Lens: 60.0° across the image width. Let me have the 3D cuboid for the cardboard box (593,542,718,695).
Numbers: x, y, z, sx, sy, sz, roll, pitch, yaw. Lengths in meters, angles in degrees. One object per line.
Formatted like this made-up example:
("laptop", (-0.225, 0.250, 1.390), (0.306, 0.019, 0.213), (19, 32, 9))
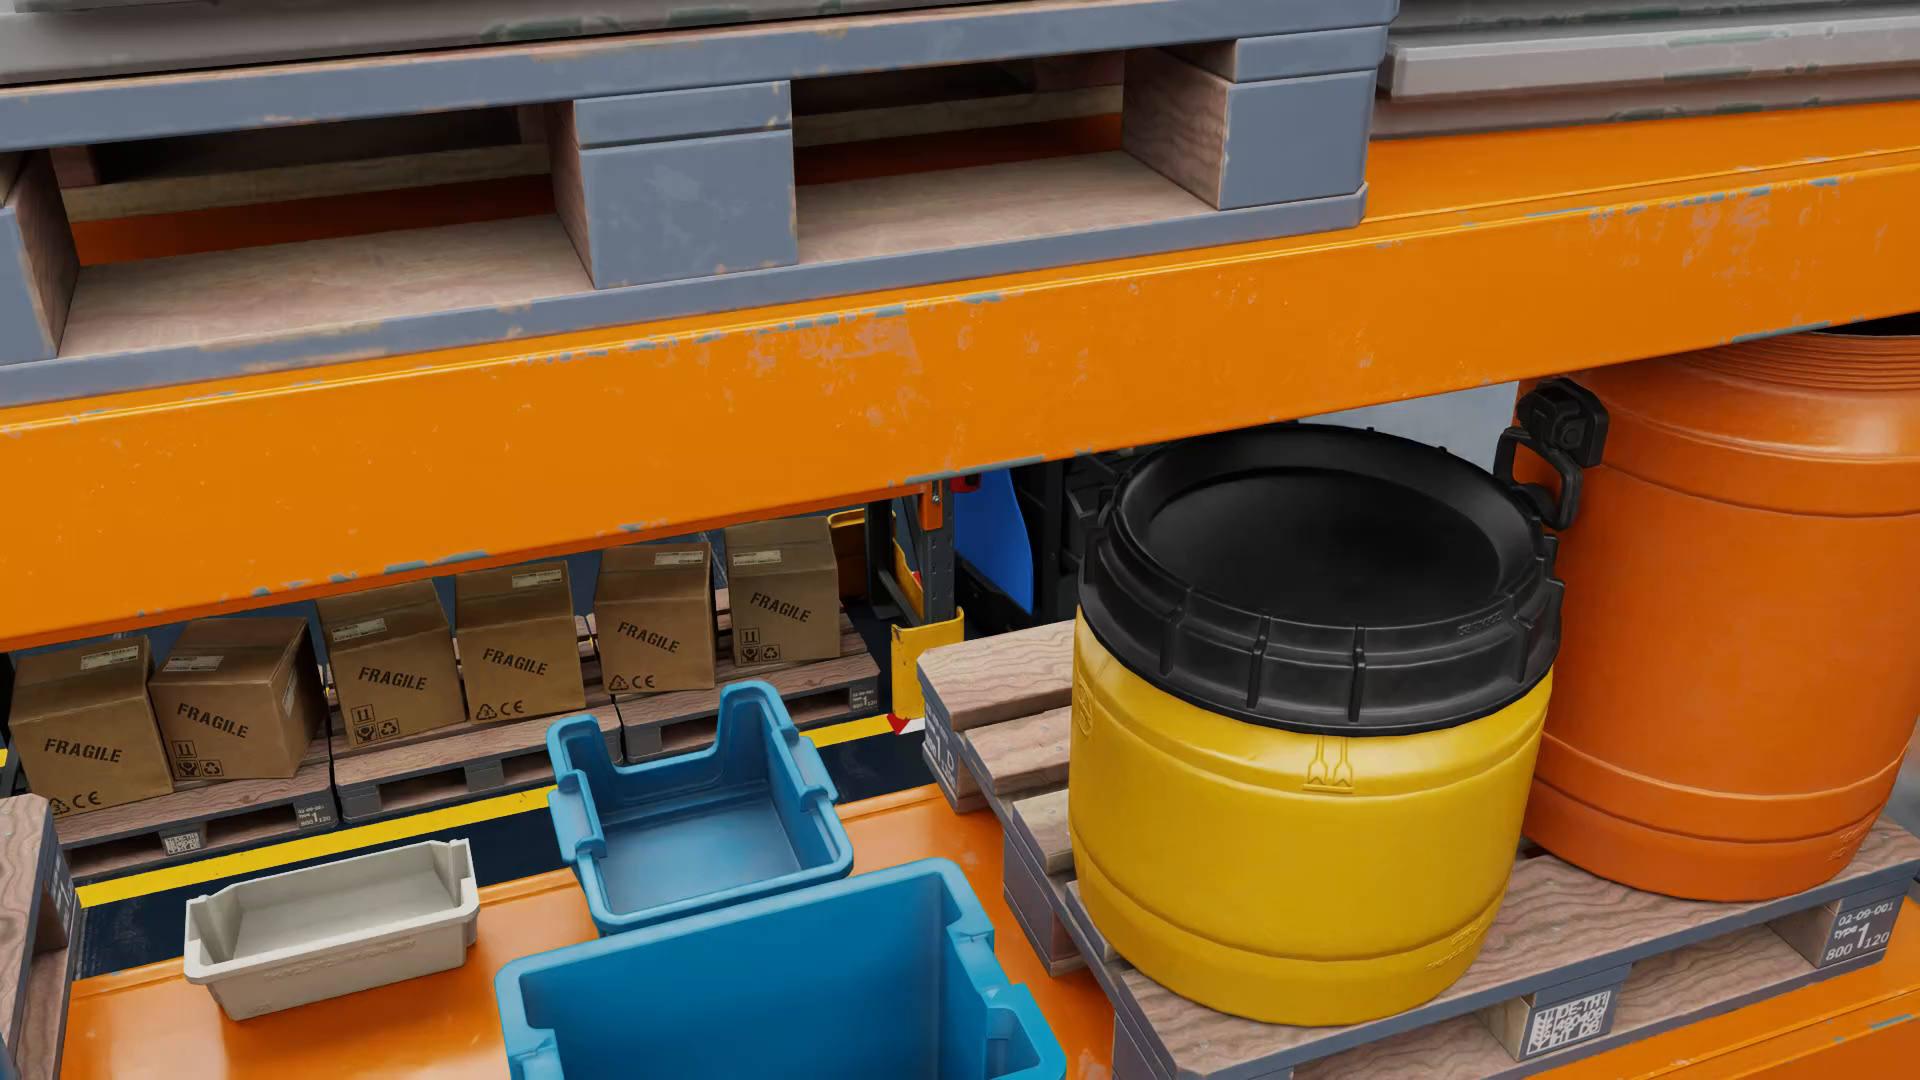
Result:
("cardboard box", (-1.395, 0.358, 7.693), (0.500, 0.500, 0.500), (-3, 30, -5))

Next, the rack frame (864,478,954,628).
("rack frame", (-0.256, -0.765, 7.563), (0.127, 3.000, 1.000), (-10, 31, -18))

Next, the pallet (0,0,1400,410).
("pallet", (-0.370, -0.495, 1.624), (1.213, 0.211, 1.003), (-10, 31, -18))

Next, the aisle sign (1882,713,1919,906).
("aisle sign", (1.642, 0.529, 2.666), (0.004, 0.787, 0.394), (-10, 31, -18))

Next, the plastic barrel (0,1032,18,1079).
("plastic barrel", (-1.308, 0.397, 1.561), (0.708, 0.901, 0.600), (-10, 31, -18))

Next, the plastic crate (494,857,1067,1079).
("plastic crate", (-0.211, 0.705, 1.968), (0.575, 0.384, 0.392), (-10, 31, -18))

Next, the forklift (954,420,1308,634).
("forklift", (1.008, -0.580, 7.307), (1.130, 2.935, 3.031), (-16, 33, -26))

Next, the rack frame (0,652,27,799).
("rack frame", (-4.005, -0.075, 6.351), (0.127, 3.000, 1.000), (-10, 31, -18))

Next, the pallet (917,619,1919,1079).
("pallet", (0.662, 0.409, 2.663), (1.213, 0.211, 1.003), (-10, 31, -18))

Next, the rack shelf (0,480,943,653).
("rack shelf", (-2.131, -0.107, 7.135), (4.000, 0.370, 1.077), (-10, 31, -18))

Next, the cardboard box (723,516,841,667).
("cardboard box", (-0.847, 0.238, 7.902), (0.500, 0.500, 0.500), (-5, 30, -8))

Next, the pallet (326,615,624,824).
("pallet", (-2.243, 0.792, 7.647), (1.213, 0.211, 1.003), (-10, 31, -18))

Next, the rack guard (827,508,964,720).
("rack guard", (-0.327, 0.334, 8.159), (0.348, 0.500, 1.175), (-10, 31, -18))

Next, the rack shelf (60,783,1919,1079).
("rack shelf", (-0.403, 0.887, 2.359), (4.000, 0.370, 1.077), (-10, 31, -18))

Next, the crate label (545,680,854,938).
("crate label", (-0.398, 0.464, 2.526), (0.408, 0.251, 0.502), (-10, 31, -18))

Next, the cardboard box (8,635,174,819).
("cardboard box", (-3.616, 0.778, 6.955), (0.500, 0.500, 0.500), (-11, 32, -19))

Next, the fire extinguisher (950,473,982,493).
("fire extinguisher", (0.012, -0.538, 7.242), (0.183, 0.674, 0.296), (-10, 31, -18))

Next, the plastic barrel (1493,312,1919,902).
("plastic barrel", (1.060, 0.003, 2.326), (0.708, 0.830, 0.600), (-10, 31, -18))

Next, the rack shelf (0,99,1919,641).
("rack shelf", (-0.403, -0.242, 1.716), (4.000, 0.370, 1.077), (-10, 31, -18))

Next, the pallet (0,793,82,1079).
("pallet", (-1.636, 0.832, 1.920), (1.003, 0.211, 1.213), (-10, 31, -18))

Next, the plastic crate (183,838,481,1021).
("plastic crate", (-0.915, 0.570, 2.456), (0.396, 0.136, 0.243), (-10, 31, -18))

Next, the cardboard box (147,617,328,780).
("cardboard box", (-3.082, 0.676, 7.134), (0.500, 0.500, 0.500), (-1, 30, -2))

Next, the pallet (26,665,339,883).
("pallet", (-3.388, 1.004, 7.274), (1.213, 0.211, 1.003), (-10, 31, -18))

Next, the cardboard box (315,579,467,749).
("cardboard box", (-2.528, 0.532, 7.386), (0.500, 0.500, 0.500), (-13, 32, -22))

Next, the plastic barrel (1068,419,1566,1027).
("plastic barrel", (0.447, 0.221, 2.188), (0.600, 0.588, 0.600), (0, 30, 0))

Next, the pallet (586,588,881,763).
("pallet", (-1.101, 0.583, 8.013), (1.213, 0.211, 1.003), (-10, 31, -18))

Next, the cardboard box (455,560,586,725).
("cardboard box", (-1.989, 0.457, 7.519), (0.500, 0.500, 0.500), (-8, 31, -13))

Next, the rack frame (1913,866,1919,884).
("rack frame", (1.471, 1.533, 3.530), (0.127, 3.000, 1.000), (-10, 31, -18))

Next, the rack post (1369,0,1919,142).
("rack post", (0.718, -0.785, 2.043), (0.954, 0.300, 0.937), (-7, 30, -12))
